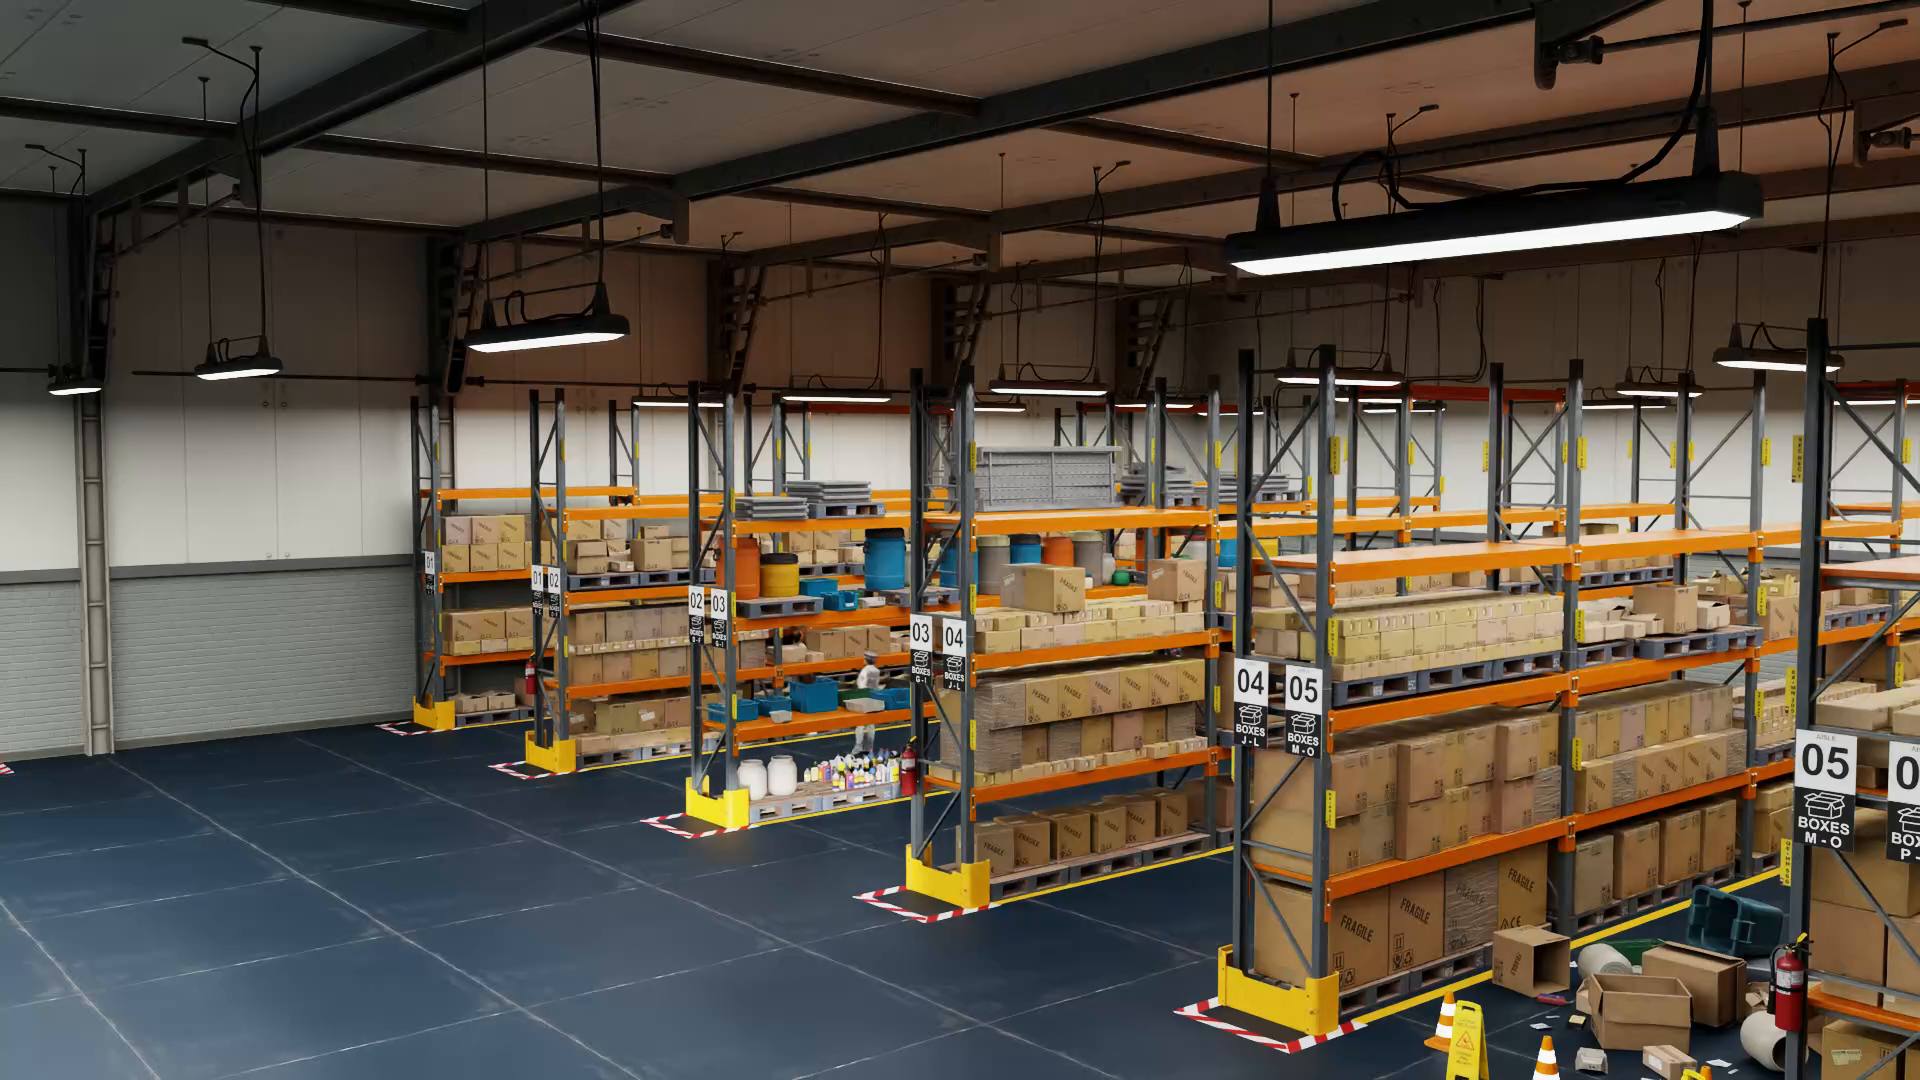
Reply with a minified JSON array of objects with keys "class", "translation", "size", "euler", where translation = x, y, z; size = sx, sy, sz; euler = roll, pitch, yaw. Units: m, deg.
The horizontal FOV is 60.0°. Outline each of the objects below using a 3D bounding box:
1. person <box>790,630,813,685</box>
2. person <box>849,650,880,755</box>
[{"class":"person","translation":[-2.992,2.525,31.435],"size":[0.517,1.698,0.610],"euler":[1,4,16]},{"class":"person","translation":[-1.575,2.707,27.649],"size":[0.349,1.721,0.581],"euler":[3,4,37]}]
